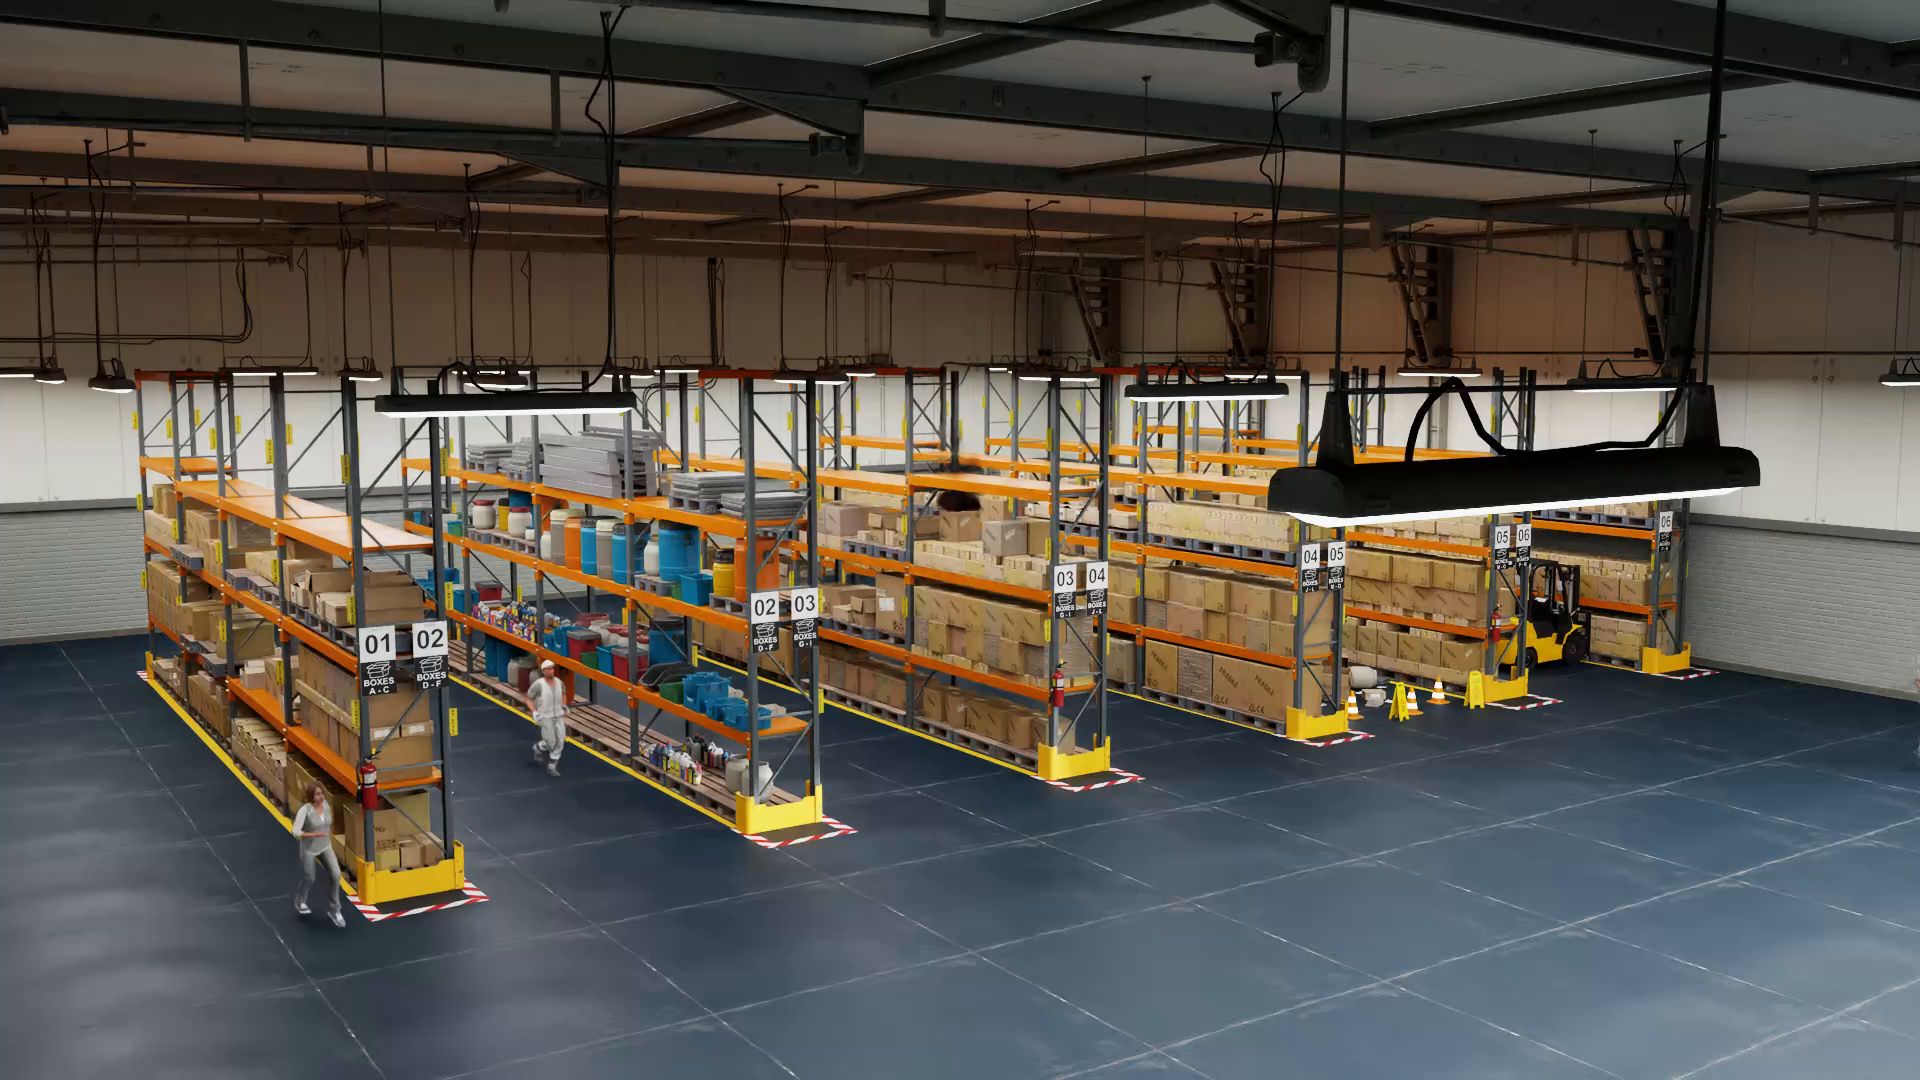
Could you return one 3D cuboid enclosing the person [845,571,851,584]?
[{"bbox_3d":[-2.965,0.760,42.408,0.718,1.639,0.697,2,7,19],"label":"person"}]

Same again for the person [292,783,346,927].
[{"bbox_3d":[-7.166,3.471,18.451,0.765,1.618,0.560,5,8,39],"label":"person"}]

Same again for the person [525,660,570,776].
[{"bbox_3d":[-6.169,2.660,24.972,0.657,1.743,0.605,-6,9,-43],"label":"person"}]
